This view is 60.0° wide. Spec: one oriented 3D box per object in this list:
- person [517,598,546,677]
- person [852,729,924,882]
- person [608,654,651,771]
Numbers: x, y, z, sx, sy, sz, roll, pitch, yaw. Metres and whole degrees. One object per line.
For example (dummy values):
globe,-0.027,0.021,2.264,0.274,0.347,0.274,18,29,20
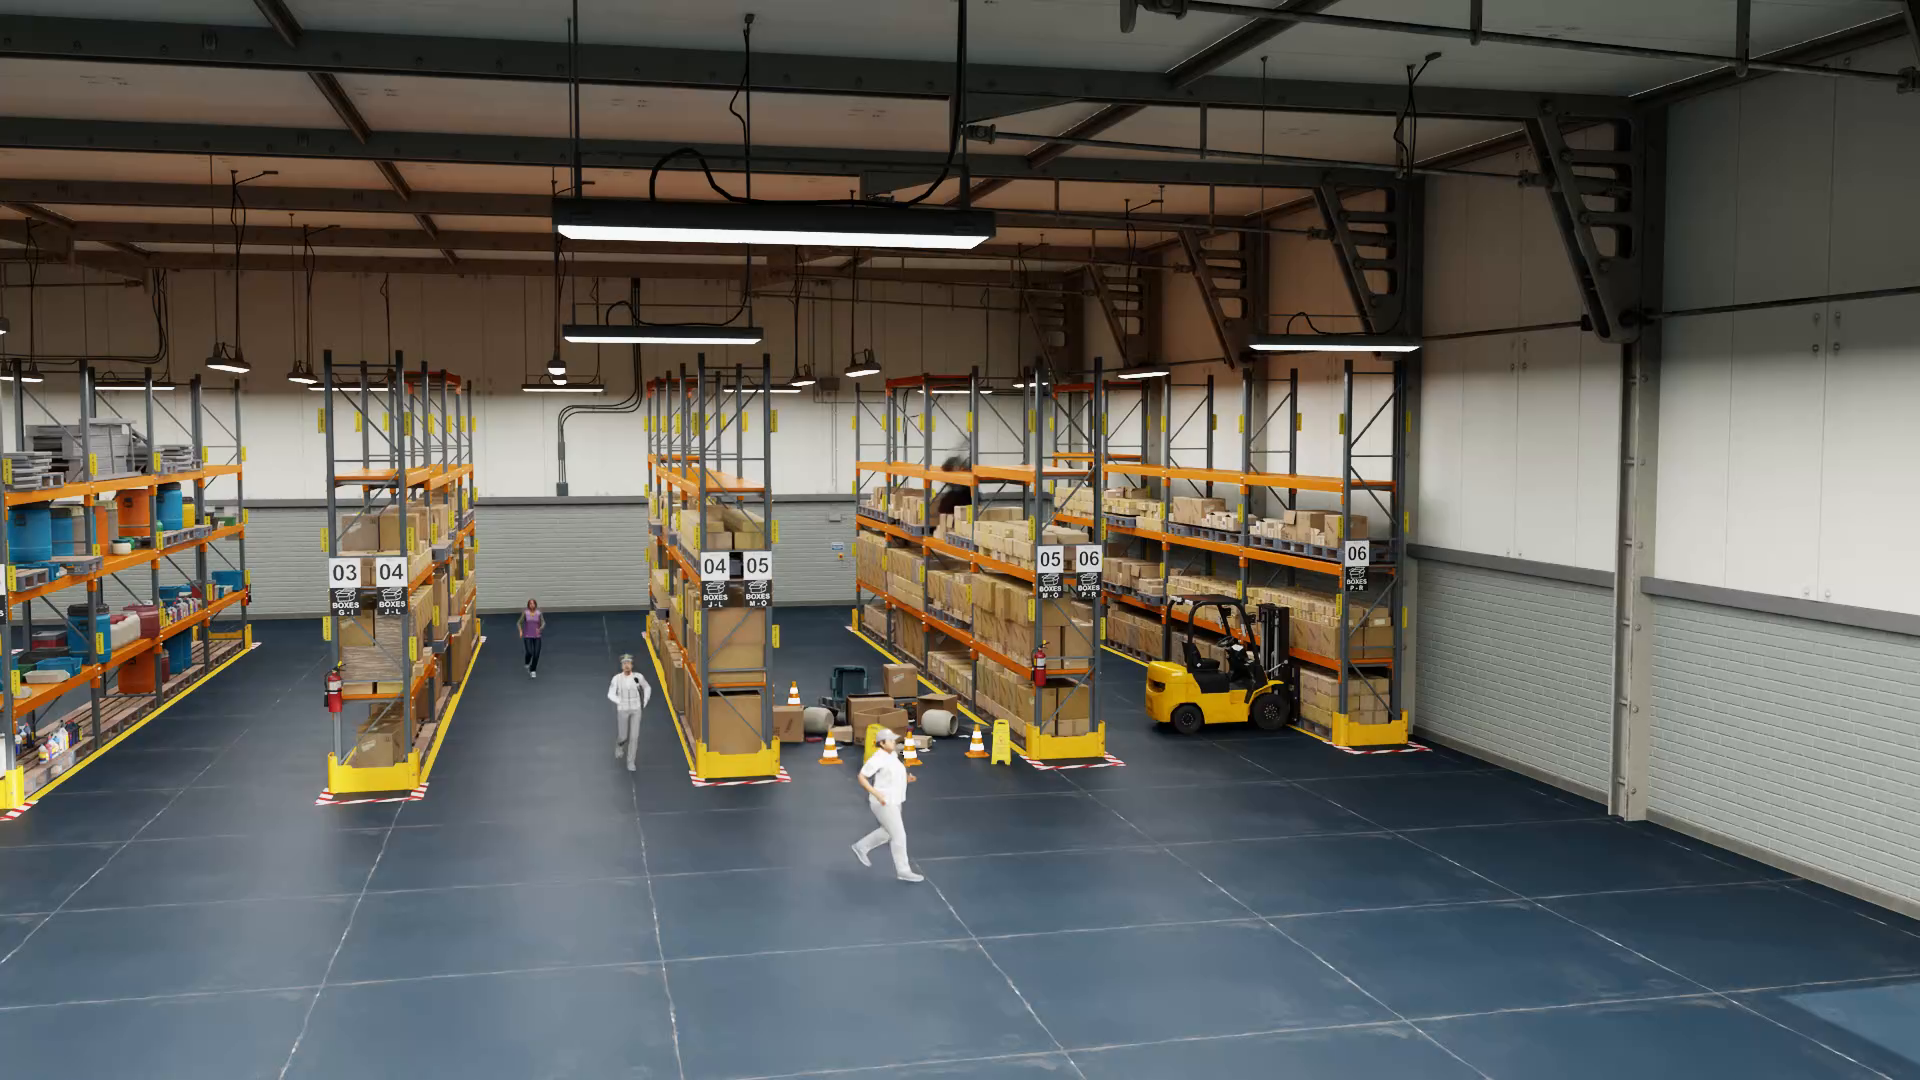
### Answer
person,-8.445,1.945,32.831,0.535,1.544,0.533,-2,4,-22
person,-0.815,2.893,18.303,0.918,1.643,0.615,2,4,21
person,-4.813,2.491,24.279,0.630,1.644,0.809,-1,4,-13
